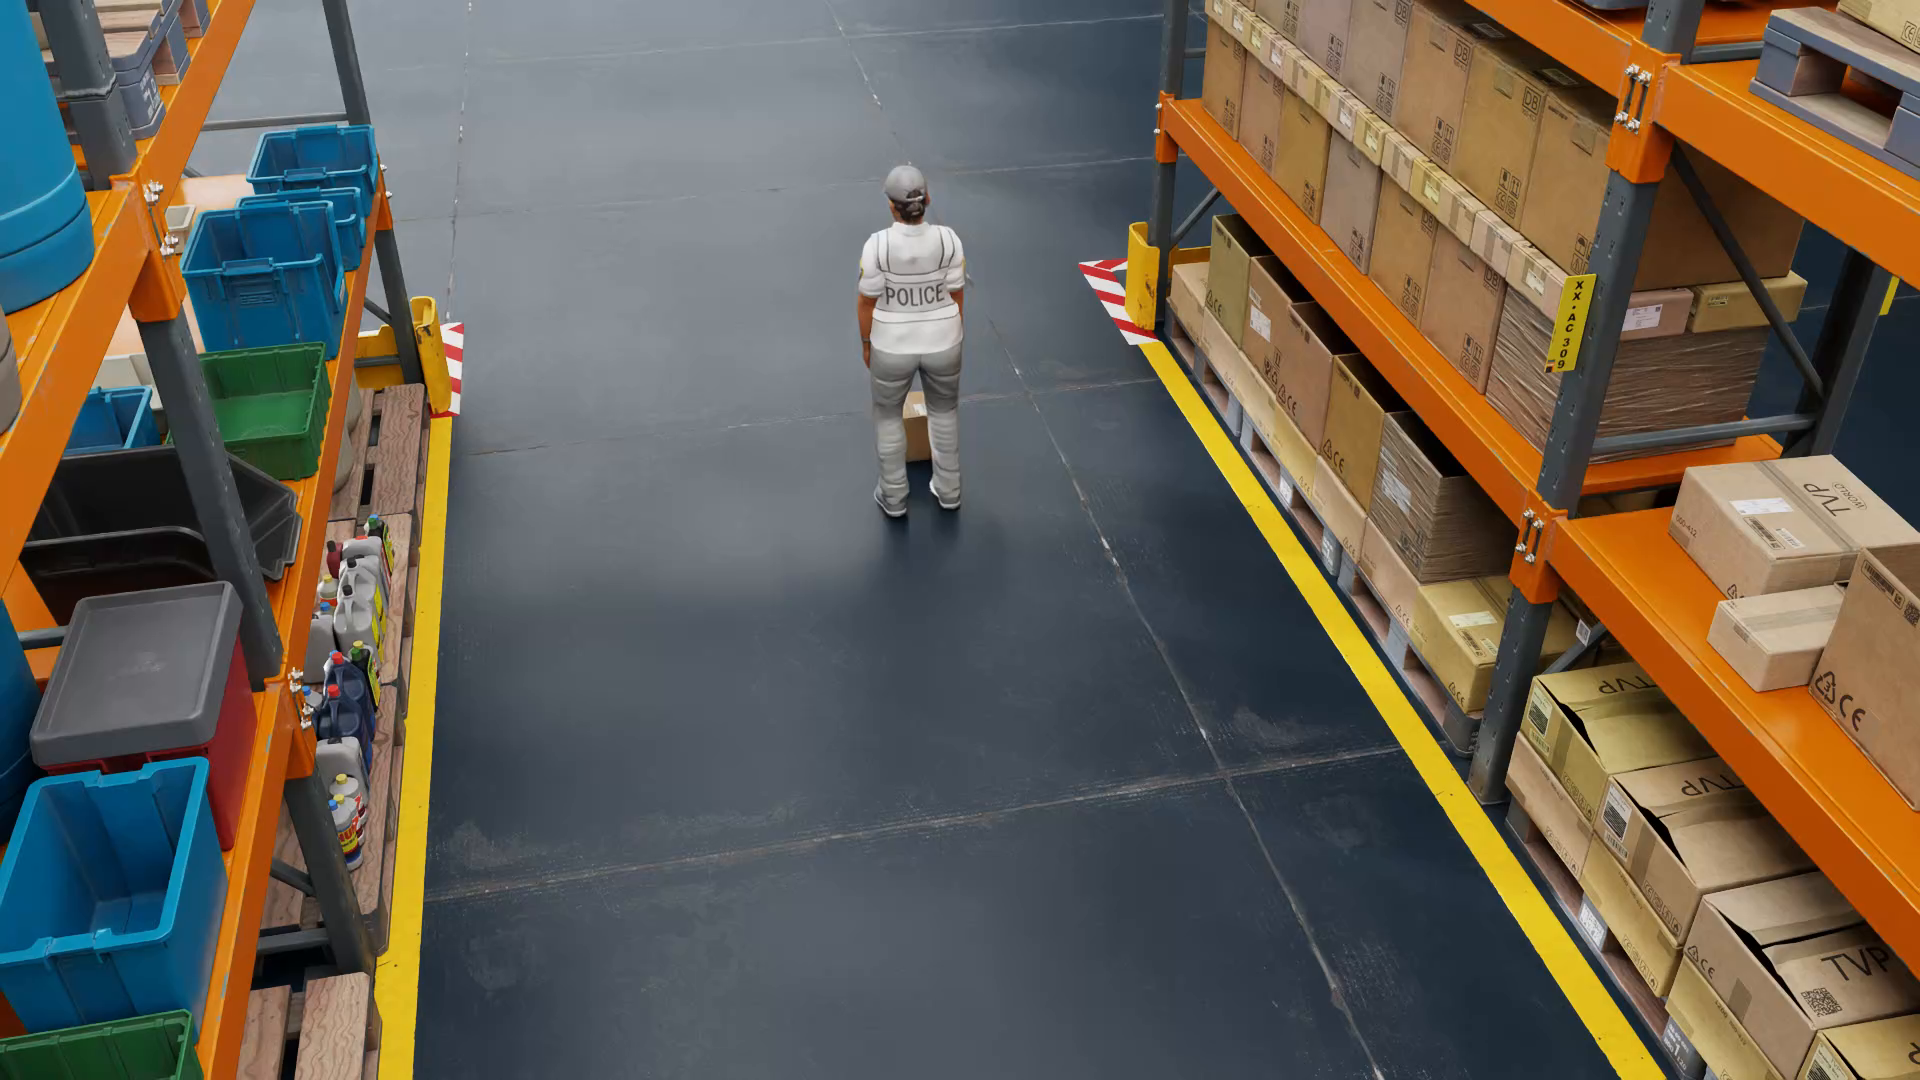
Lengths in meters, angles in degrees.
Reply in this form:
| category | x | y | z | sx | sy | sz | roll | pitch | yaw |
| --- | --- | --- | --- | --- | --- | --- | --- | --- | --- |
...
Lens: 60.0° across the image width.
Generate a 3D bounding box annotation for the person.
| category | x | y | z | sx | sy | sz | roll | pitch | yaw |
| --- | --- | --- | --- | --- | --- | --- | --- | --- | --- |
| person | -0.221 | -0.869 | 7.418 | 0.471 | 1.662 | 0.390 | -7 | 35 | -10 |
